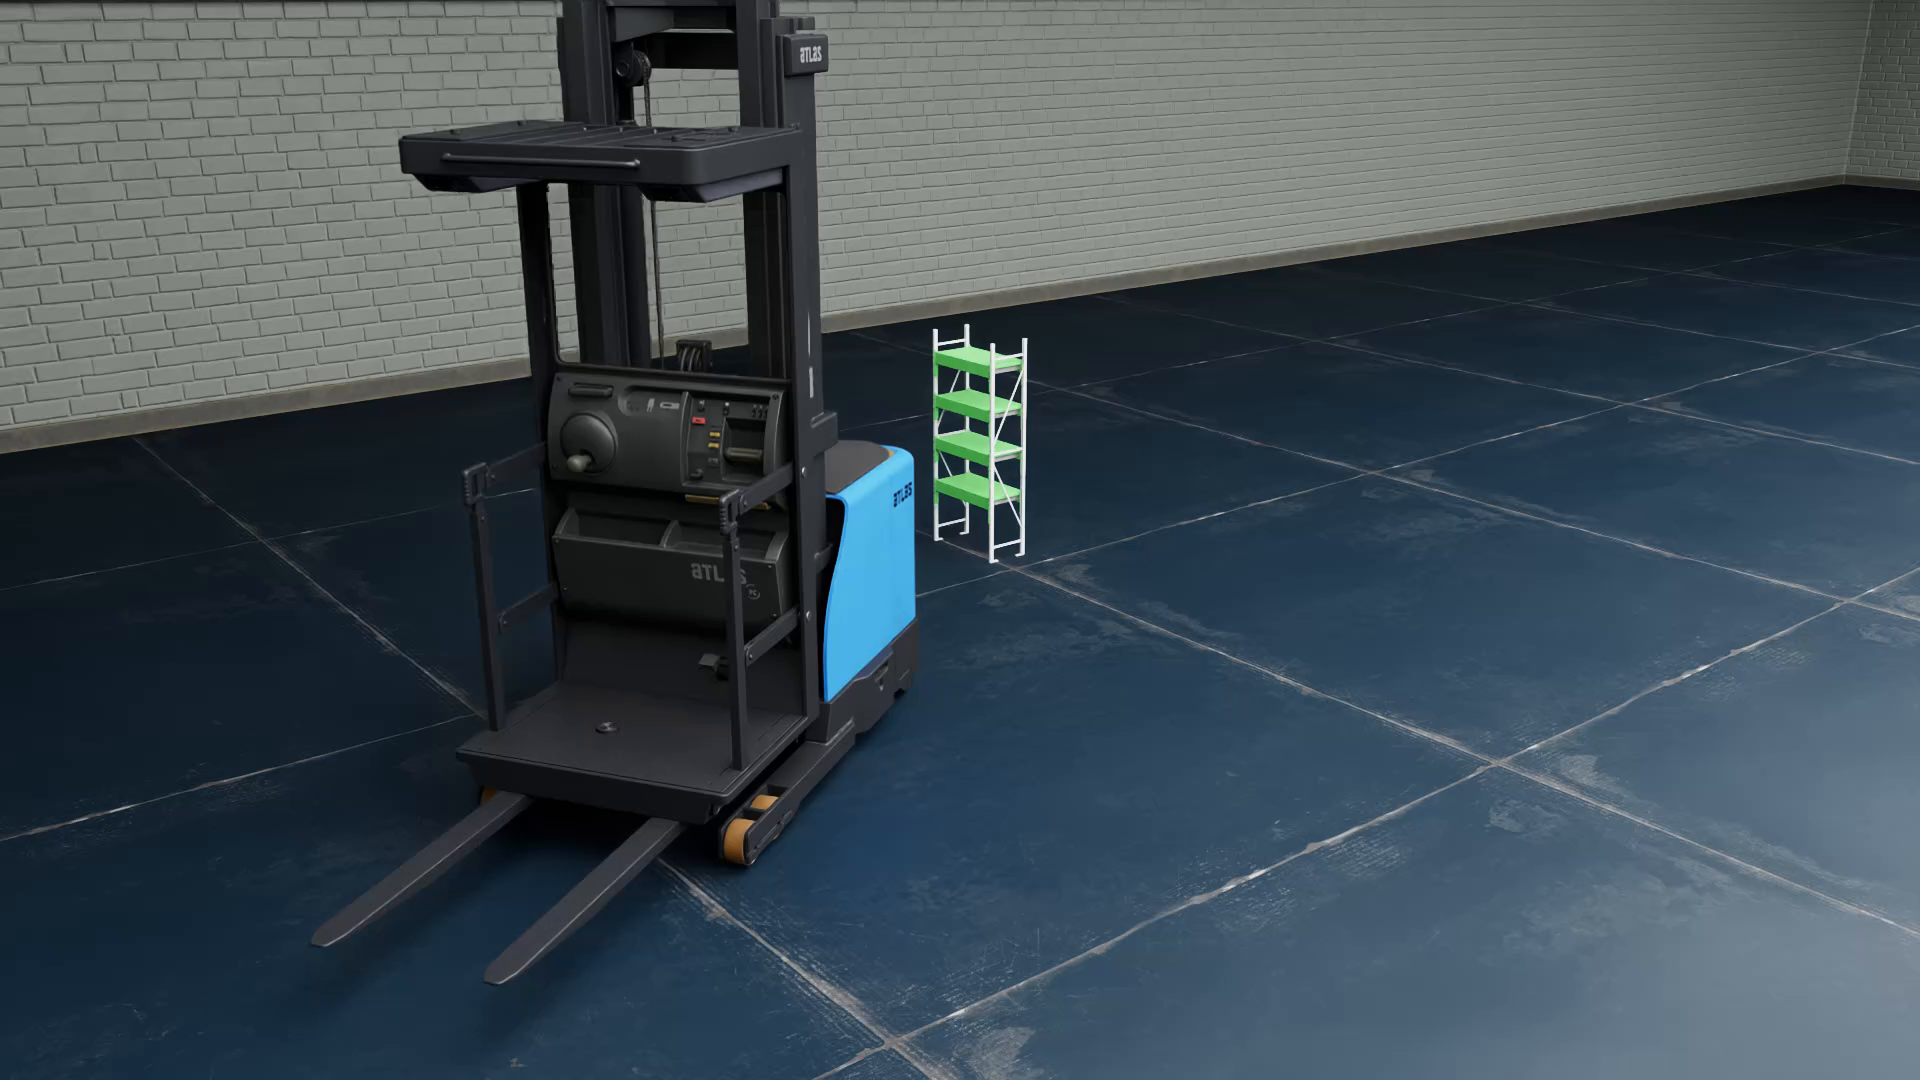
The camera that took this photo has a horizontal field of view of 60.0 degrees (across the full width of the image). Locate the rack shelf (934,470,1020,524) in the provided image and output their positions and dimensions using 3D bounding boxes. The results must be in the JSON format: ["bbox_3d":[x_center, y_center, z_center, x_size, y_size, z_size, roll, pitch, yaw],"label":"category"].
[{"bbox_3d":[0.103,-0.240,9.146,0.258,0.148,0.480,-14,23,-36],"label":"rack shelf"}]

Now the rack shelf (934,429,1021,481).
[{"bbox_3d":[0.103,-0.468,9.071,0.258,0.148,0.480,-14,23,-36],"label":"rack shelf"}]

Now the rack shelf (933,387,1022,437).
[{"bbox_3d":[0.103,-0.696,8.995,0.258,0.148,0.480,-14,23,-36],"label":"rack shelf"}]

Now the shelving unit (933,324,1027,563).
[{"bbox_3d":[0.103,-0.529,9.051,0.258,1.200,0.503,-14,23,-36],"label":"shelving unit"}]

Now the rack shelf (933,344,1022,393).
[{"bbox_3d":[0.103,-0.924,8.920,0.258,0.148,0.480,-14,23,-36],"label":"rack shelf"}]

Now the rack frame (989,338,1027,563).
[{"bbox_3d":[0.254,-0.469,8.869,0.240,1.200,0.015,-14,23,-36],"label":"rack frame"}]

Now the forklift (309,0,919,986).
[{"bbox_3d":[-1.146,-0.383,5.857,1.130,2.935,3.031,6,19,18],"label":"forklift"}]

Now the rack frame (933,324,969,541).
[{"bbox_3d":[-0.049,-0.589,9.232,0.240,1.200,0.015,-14,23,-36],"label":"rack frame"}]
